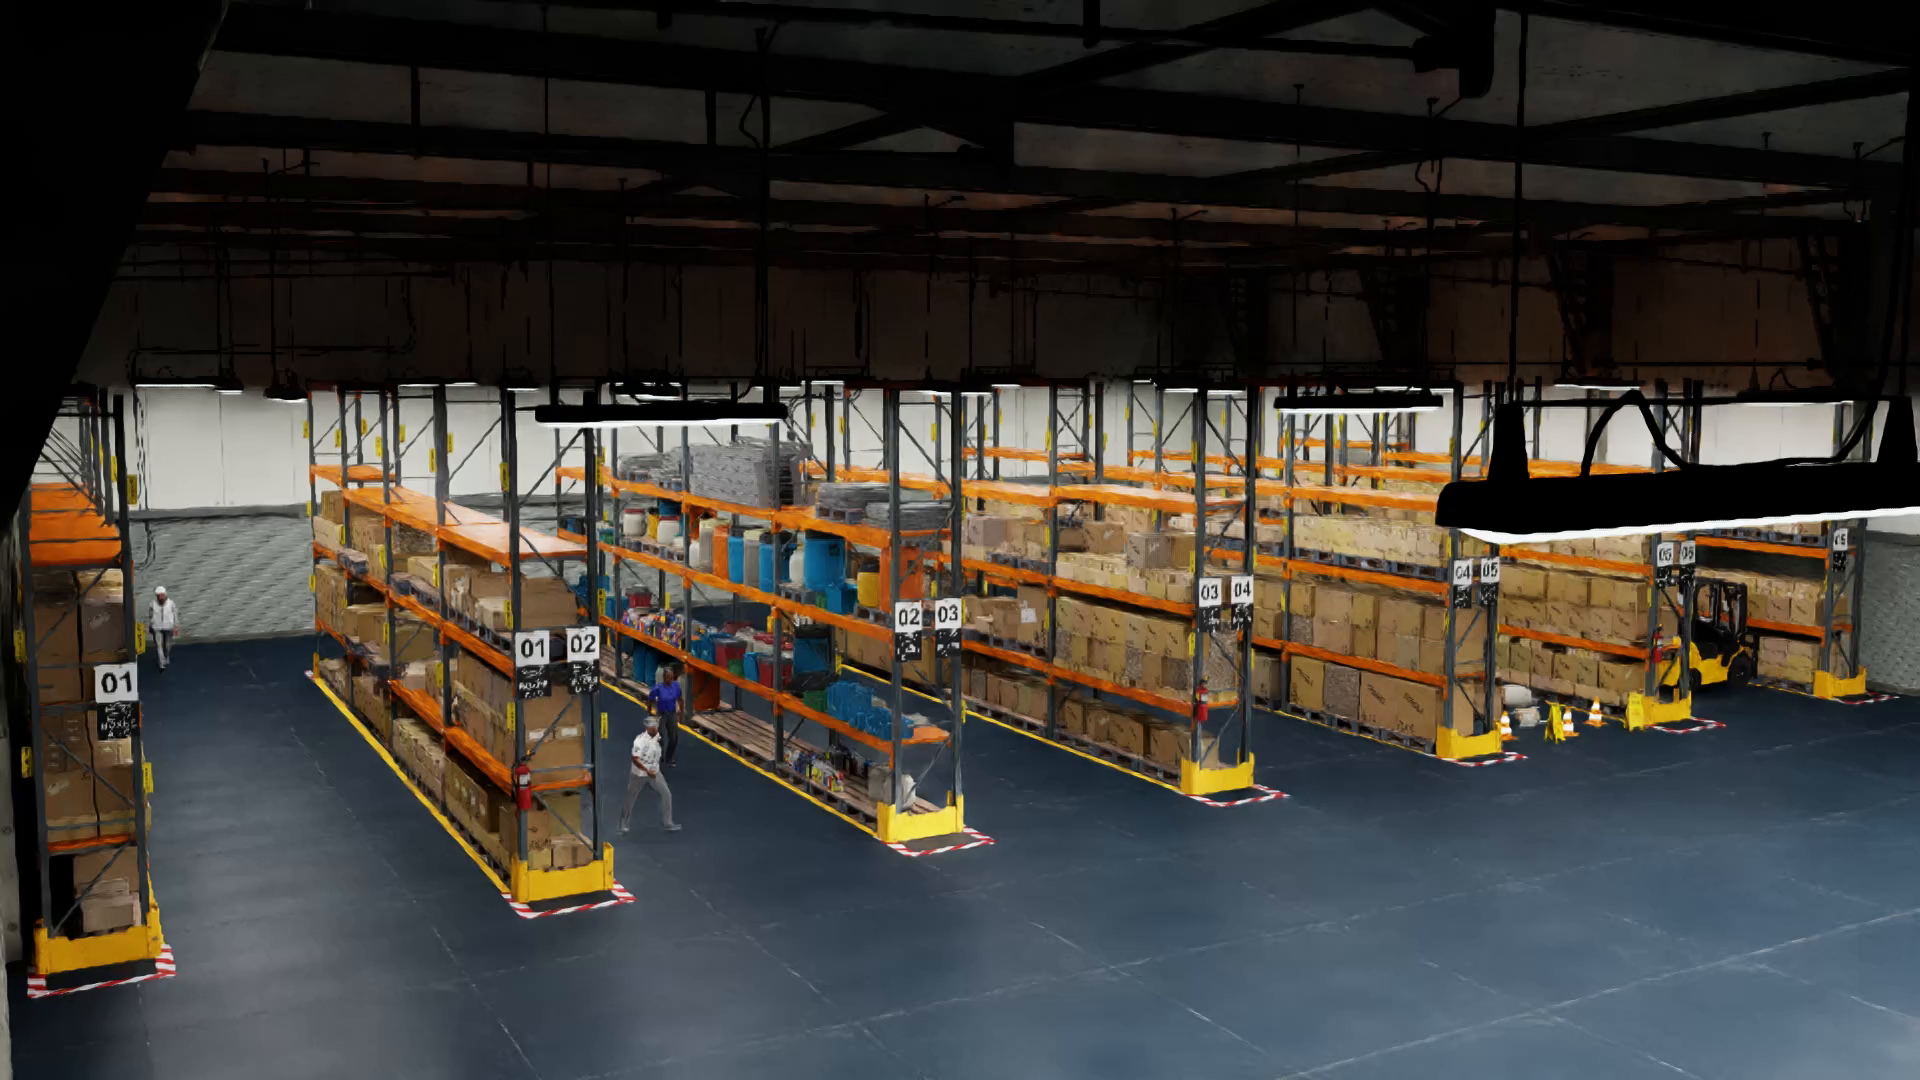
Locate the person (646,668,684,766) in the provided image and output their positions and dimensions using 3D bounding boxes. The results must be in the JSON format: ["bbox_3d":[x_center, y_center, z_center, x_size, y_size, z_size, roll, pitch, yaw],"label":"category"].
[{"bbox_3d":[-4.621,2.773,26.062,0.592,1.604,0.518,-4,7,-31],"label":"person"}]

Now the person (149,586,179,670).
[{"bbox_3d":[-16.529,1.805,34.534,0.555,1.725,1.029,-3,7,-30],"label":"person"}]

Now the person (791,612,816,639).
[{"bbox_3d":[-3.186,1.883,34.263,0.482,1.576,1.065,-3,7,-26],"label":"person"}]

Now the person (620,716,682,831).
[{"bbox_3d":[-4.229,3.137,22.479,0.822,1.608,0.622,6,8,44],"label":"person"}]
